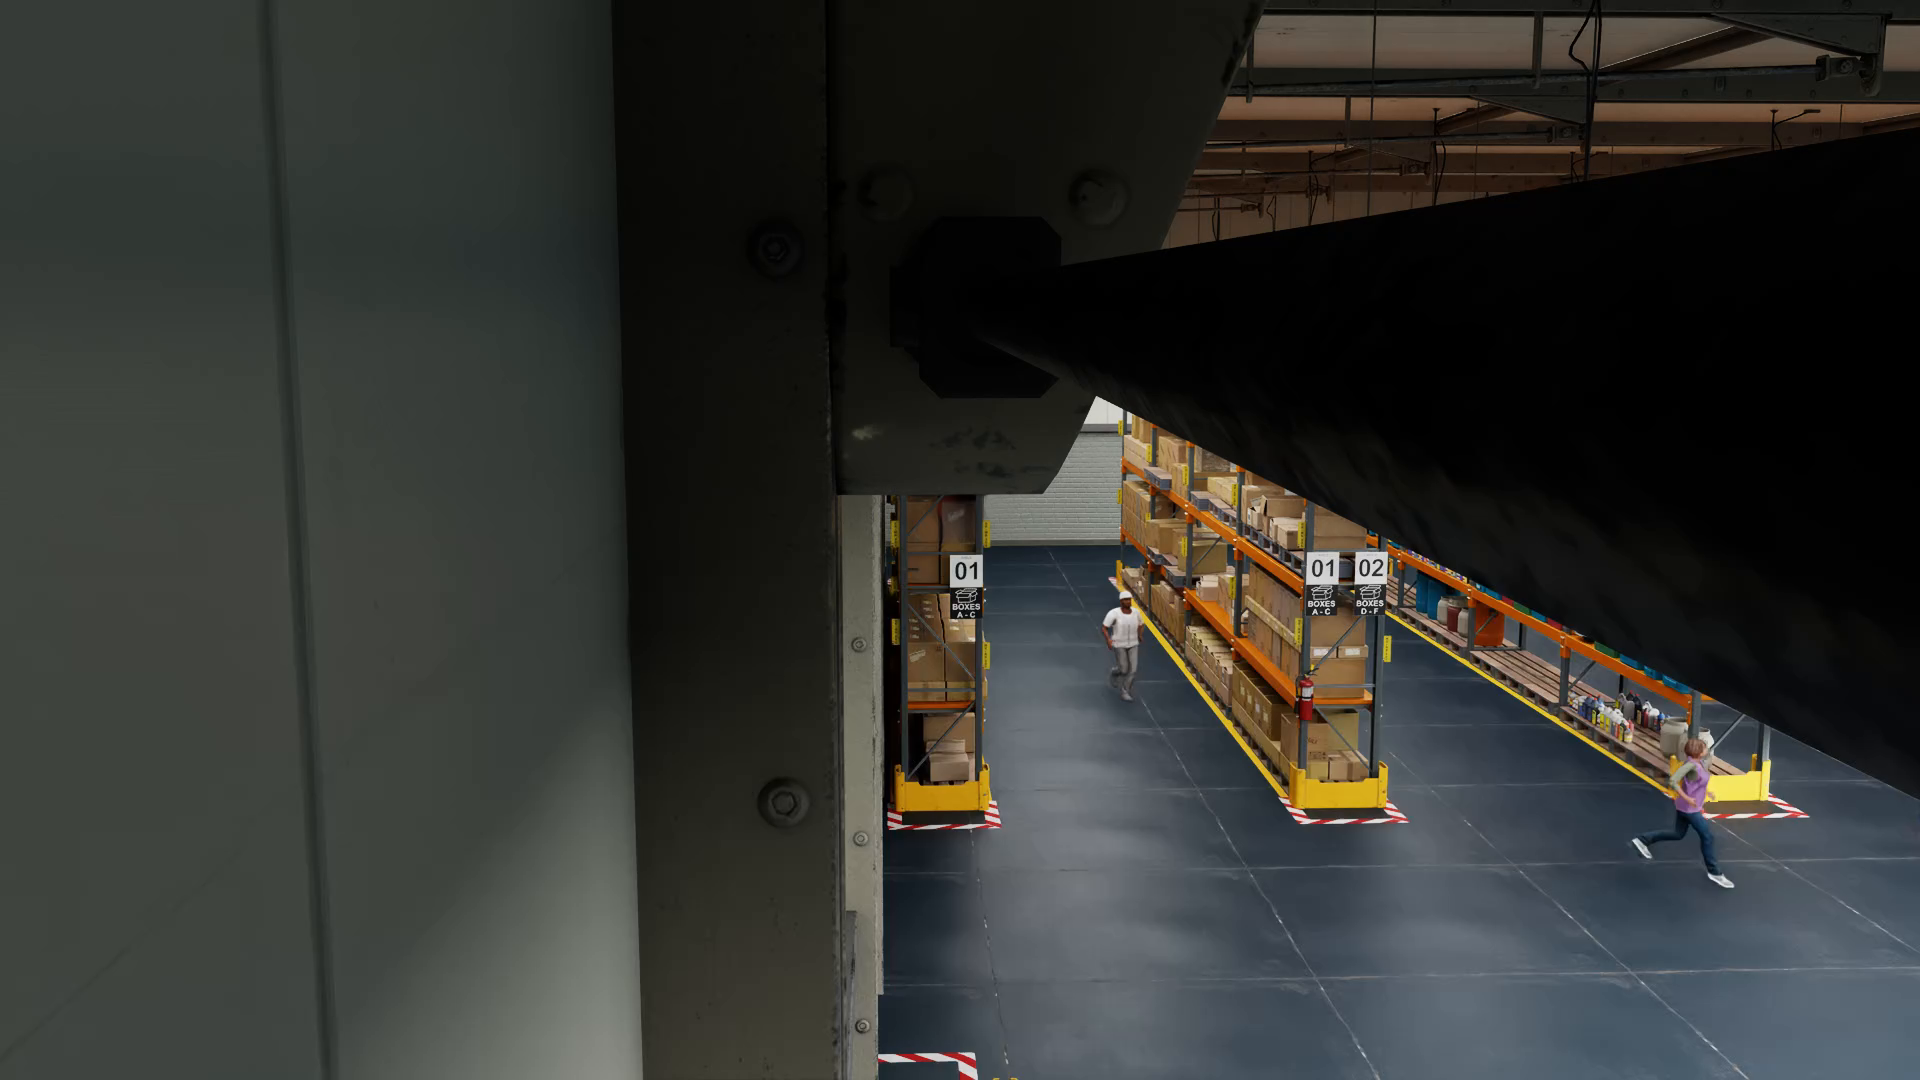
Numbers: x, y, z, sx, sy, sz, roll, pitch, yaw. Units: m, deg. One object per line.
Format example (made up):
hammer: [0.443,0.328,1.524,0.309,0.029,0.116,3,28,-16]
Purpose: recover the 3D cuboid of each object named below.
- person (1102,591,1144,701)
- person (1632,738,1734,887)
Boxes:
person: [2.589,1.642,26.133,0.702,1.721,0.589,-2,9,-16]
person: [7.871,2.915,18.035,1.033,1.593,0.507,3,9,21]
